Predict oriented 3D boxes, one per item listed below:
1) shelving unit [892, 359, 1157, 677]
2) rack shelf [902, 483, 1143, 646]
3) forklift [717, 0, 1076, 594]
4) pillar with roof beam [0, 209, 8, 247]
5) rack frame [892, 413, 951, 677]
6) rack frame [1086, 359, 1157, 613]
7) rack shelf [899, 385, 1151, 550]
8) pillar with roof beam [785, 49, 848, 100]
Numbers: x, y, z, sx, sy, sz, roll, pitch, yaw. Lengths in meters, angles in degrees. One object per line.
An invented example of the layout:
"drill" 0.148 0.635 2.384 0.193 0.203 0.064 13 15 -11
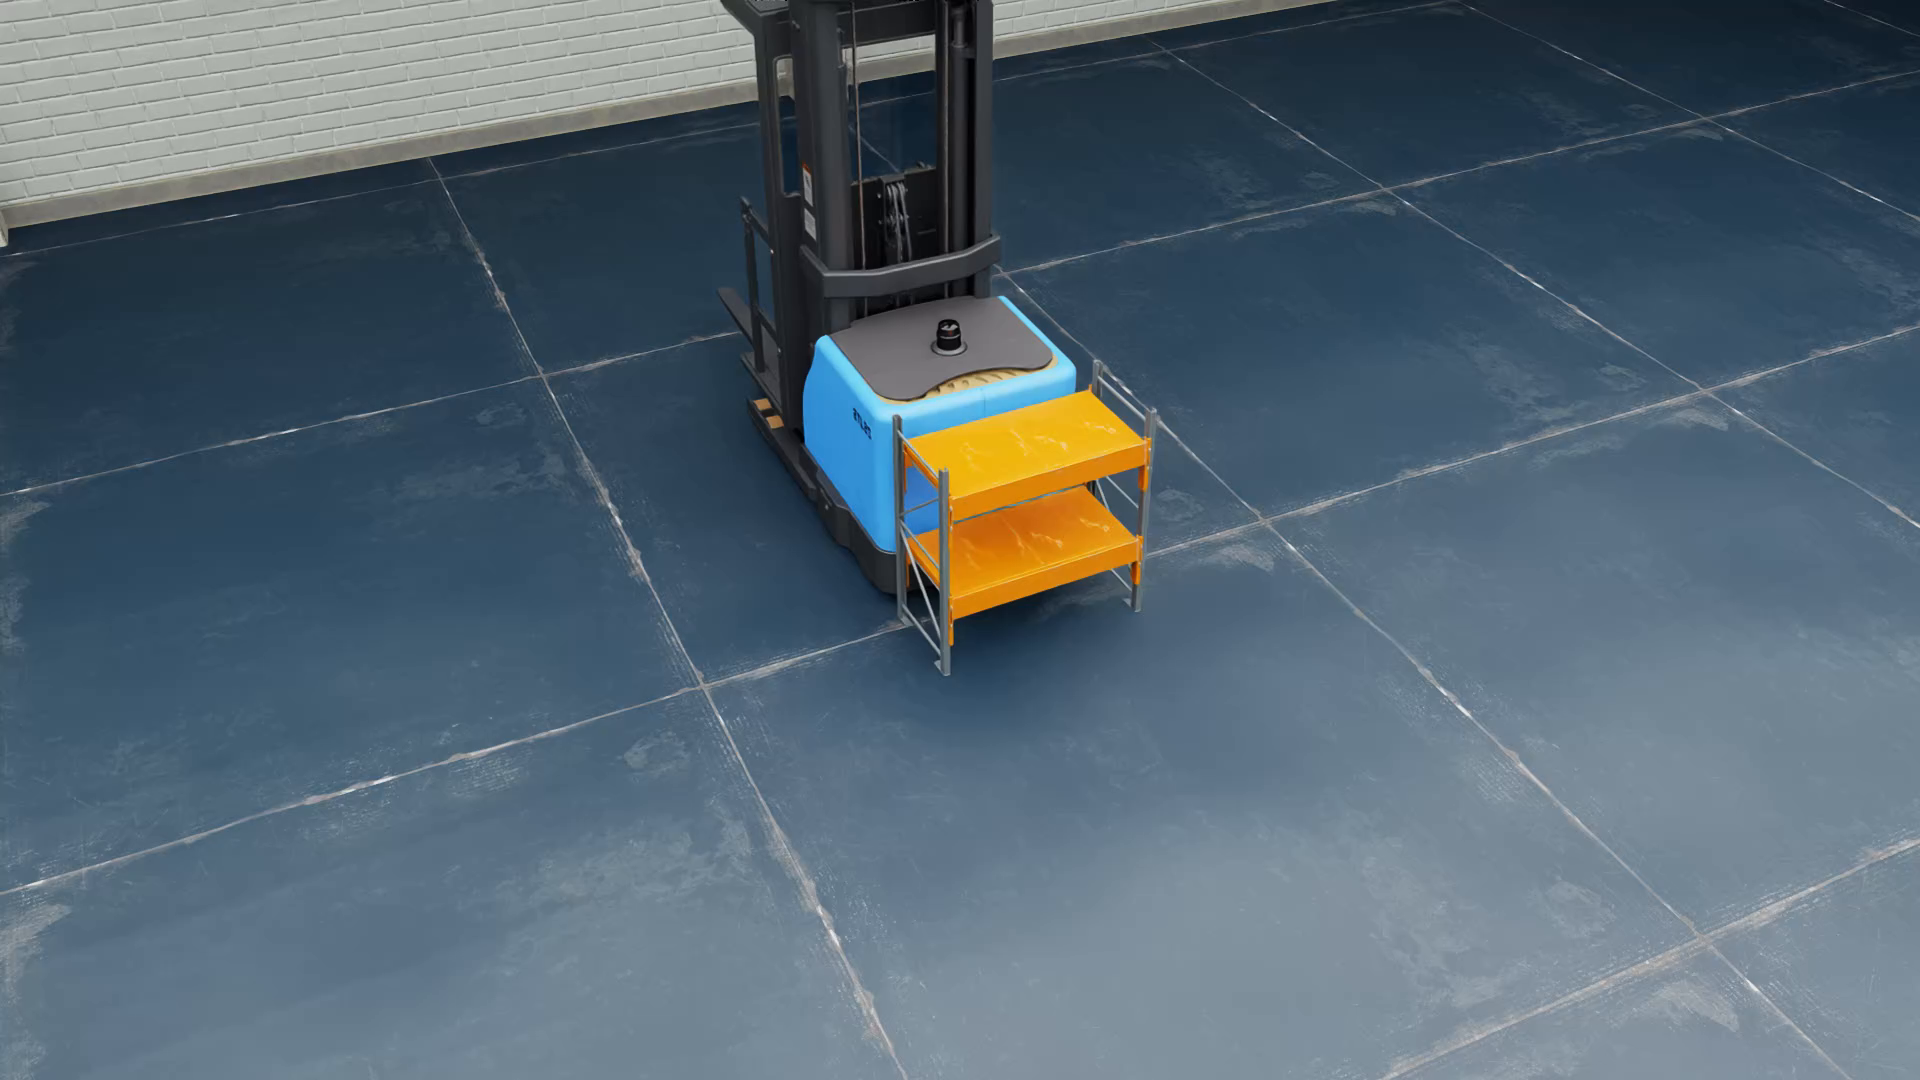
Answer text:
"shelving unit" 0.282 -0.102 7.587 1.048 1.125 0.538 -17 40 -21
"rack shelf" 0.282 0.094 7.733 1.000 0.278 0.538 -17 40 -21
"forklift" -0.524 -1.791 8.347 1.130 2.935 3.031 -16 39 -20
"pillar with roof beam" -4.729 -3.279 5.260 0.400 9.000 9.100 -16 39 -20
"rack frame" -0.171 0.035 7.402 0.032 1.125 0.500 -17 40 -21
"rack frame" 0.735 -0.240 7.772 0.032 1.125 0.500 -17 40 -21
"rack shelf" 0.282 -0.338 7.413 1.000 0.278 0.538 -17 40 -21
"pillar with roof beam" 0.703 -4.797 7.307 0.400 9.000 9.100 -16 39 -20
